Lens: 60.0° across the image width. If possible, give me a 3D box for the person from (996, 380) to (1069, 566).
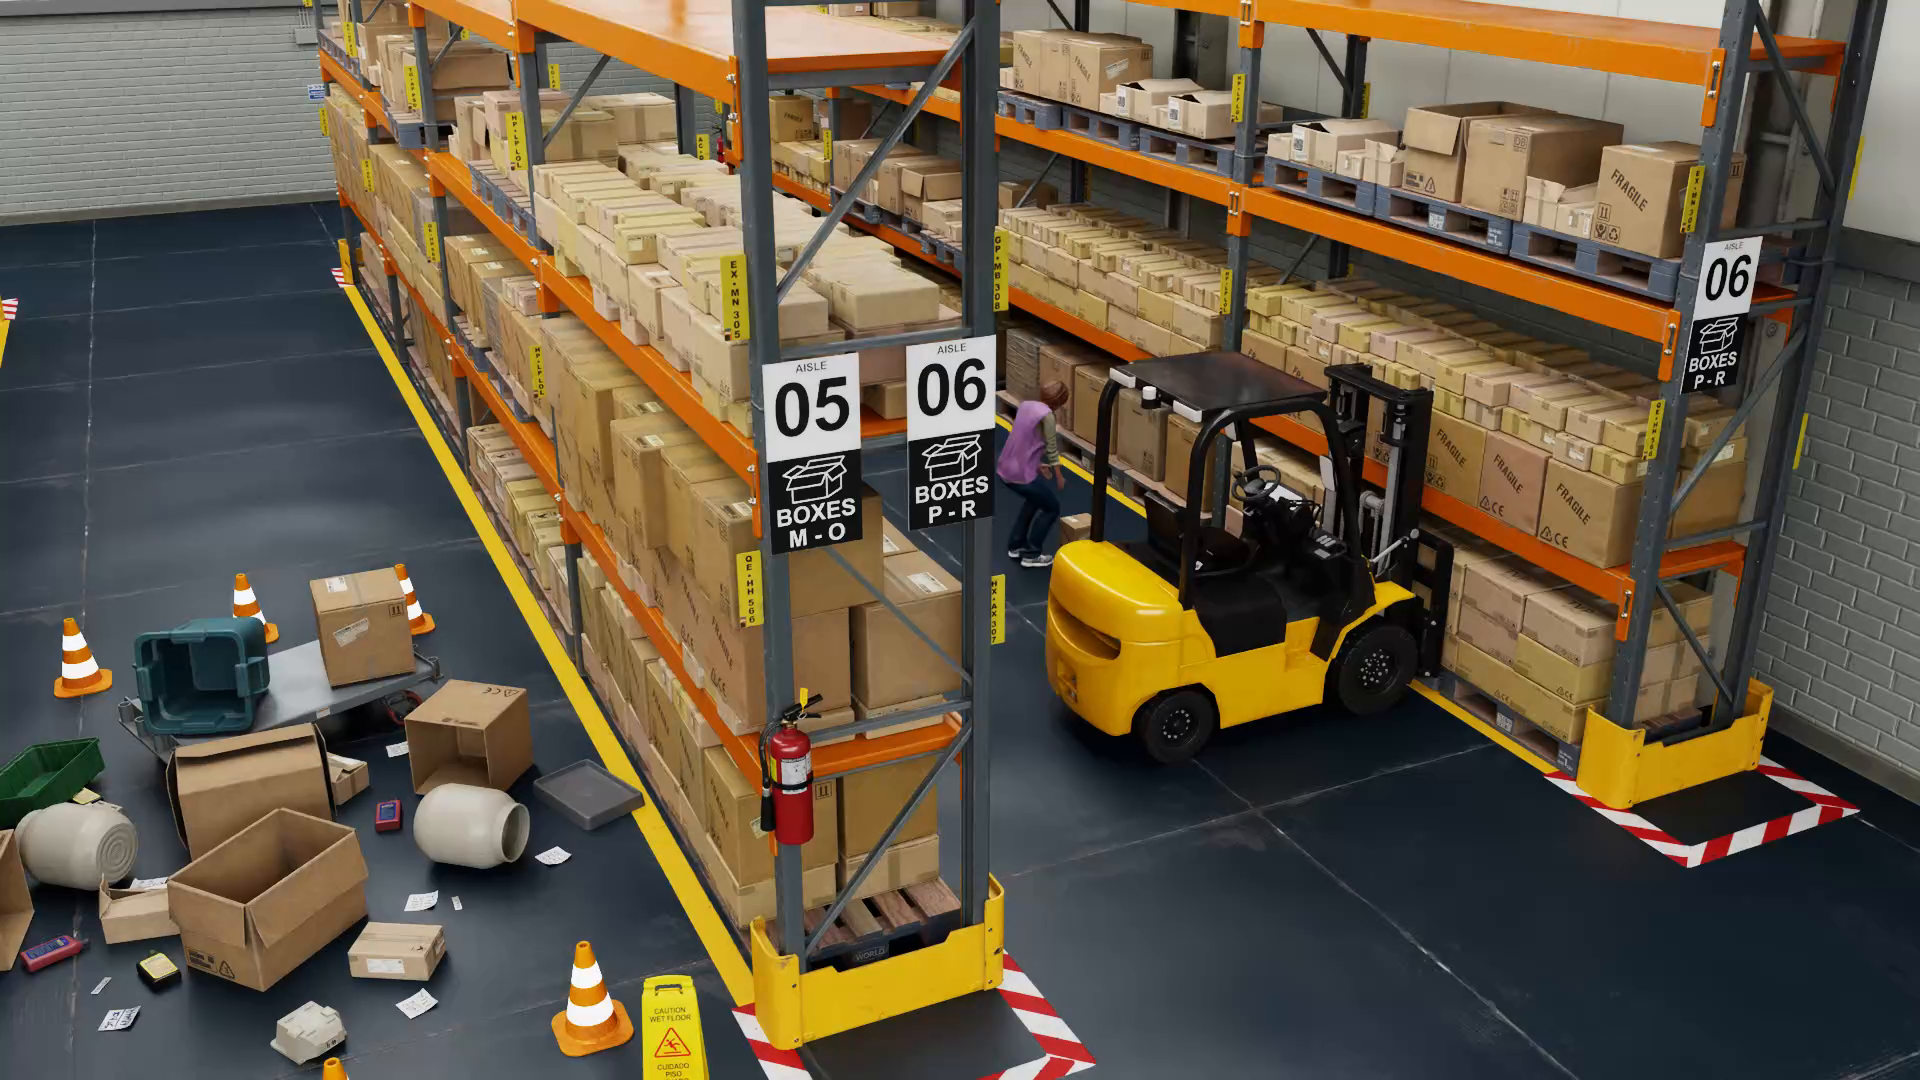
[{"bbox_3d":[0.542,-0.504,12.484,0.581,1.400,0.458,-10,25,-23],"label":"person"}]
